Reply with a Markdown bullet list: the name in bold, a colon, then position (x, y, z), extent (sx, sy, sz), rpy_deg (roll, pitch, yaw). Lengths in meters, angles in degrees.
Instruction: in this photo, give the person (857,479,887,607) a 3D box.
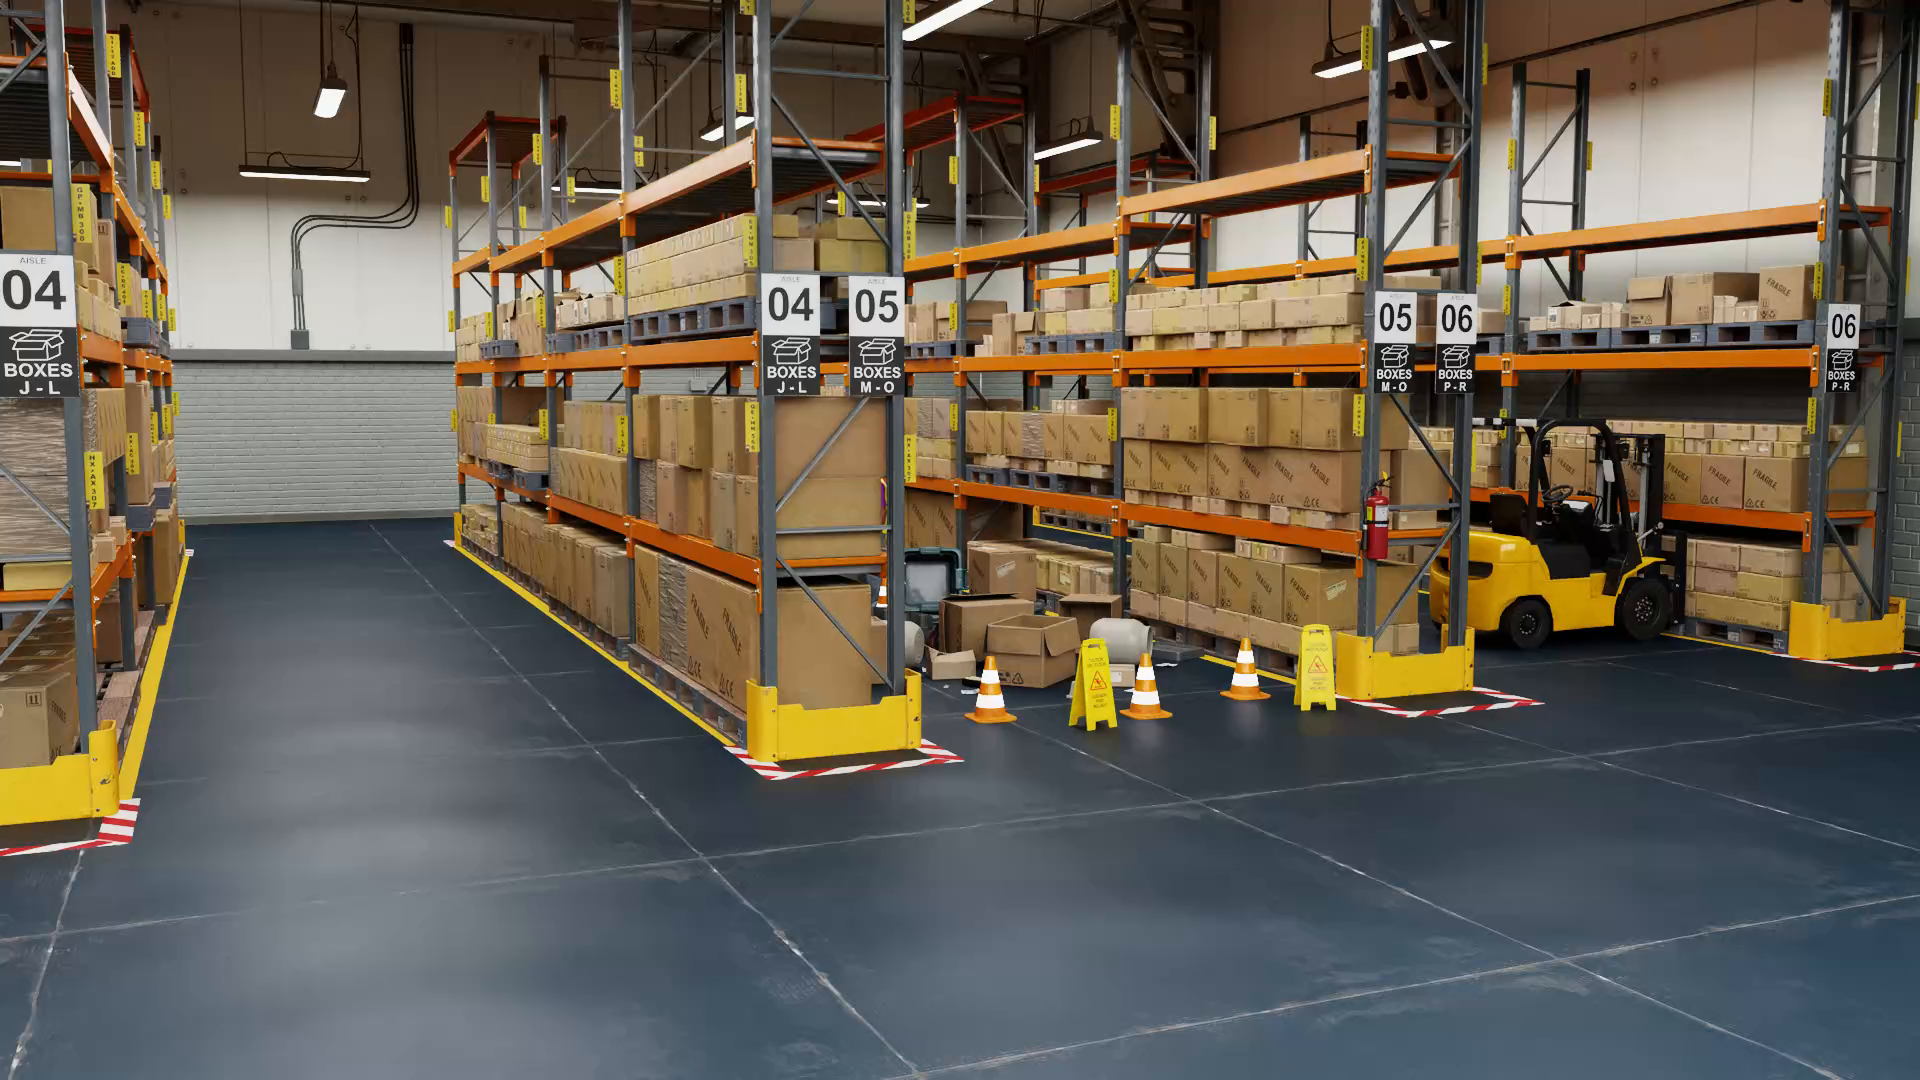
- **person**: position (-1.005, -0.082, 18.040), extent (0.454, 1.761, 0.636), rpy_deg (-3, 6, -27)
